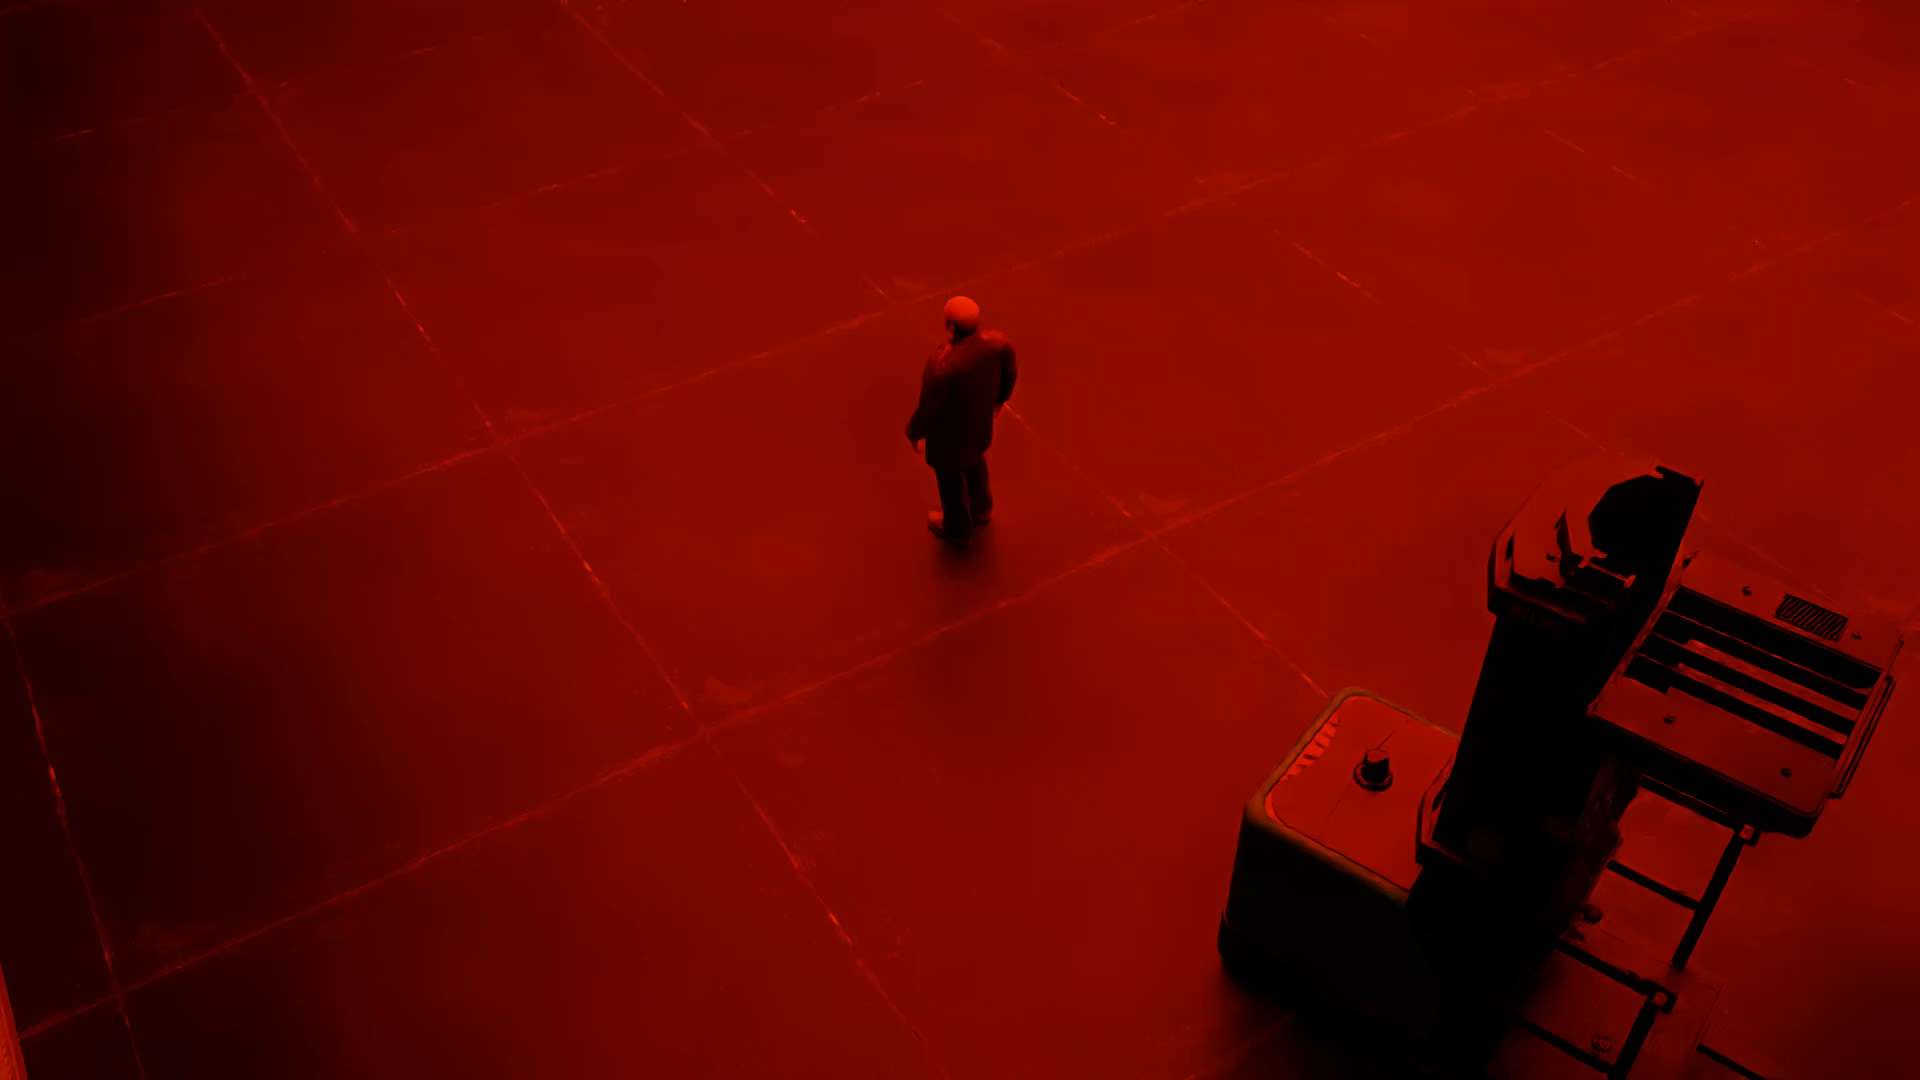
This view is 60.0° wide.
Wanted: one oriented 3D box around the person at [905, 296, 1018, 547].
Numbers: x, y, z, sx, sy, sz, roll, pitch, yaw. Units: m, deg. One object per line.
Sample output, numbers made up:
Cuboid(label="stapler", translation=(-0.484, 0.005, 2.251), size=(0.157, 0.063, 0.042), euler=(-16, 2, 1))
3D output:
Cuboid(label="person", translation=(-0.044, -0.727, 9.567), size=(0.694, 1.774, 0.586), euler=(-23, 46, -24))

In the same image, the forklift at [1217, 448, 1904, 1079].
Cuboid(label="forklift", translation=(2.687, 1.201, 6.496), size=(3.031, 2.935, 1.130), euler=(27, 48, 27))
